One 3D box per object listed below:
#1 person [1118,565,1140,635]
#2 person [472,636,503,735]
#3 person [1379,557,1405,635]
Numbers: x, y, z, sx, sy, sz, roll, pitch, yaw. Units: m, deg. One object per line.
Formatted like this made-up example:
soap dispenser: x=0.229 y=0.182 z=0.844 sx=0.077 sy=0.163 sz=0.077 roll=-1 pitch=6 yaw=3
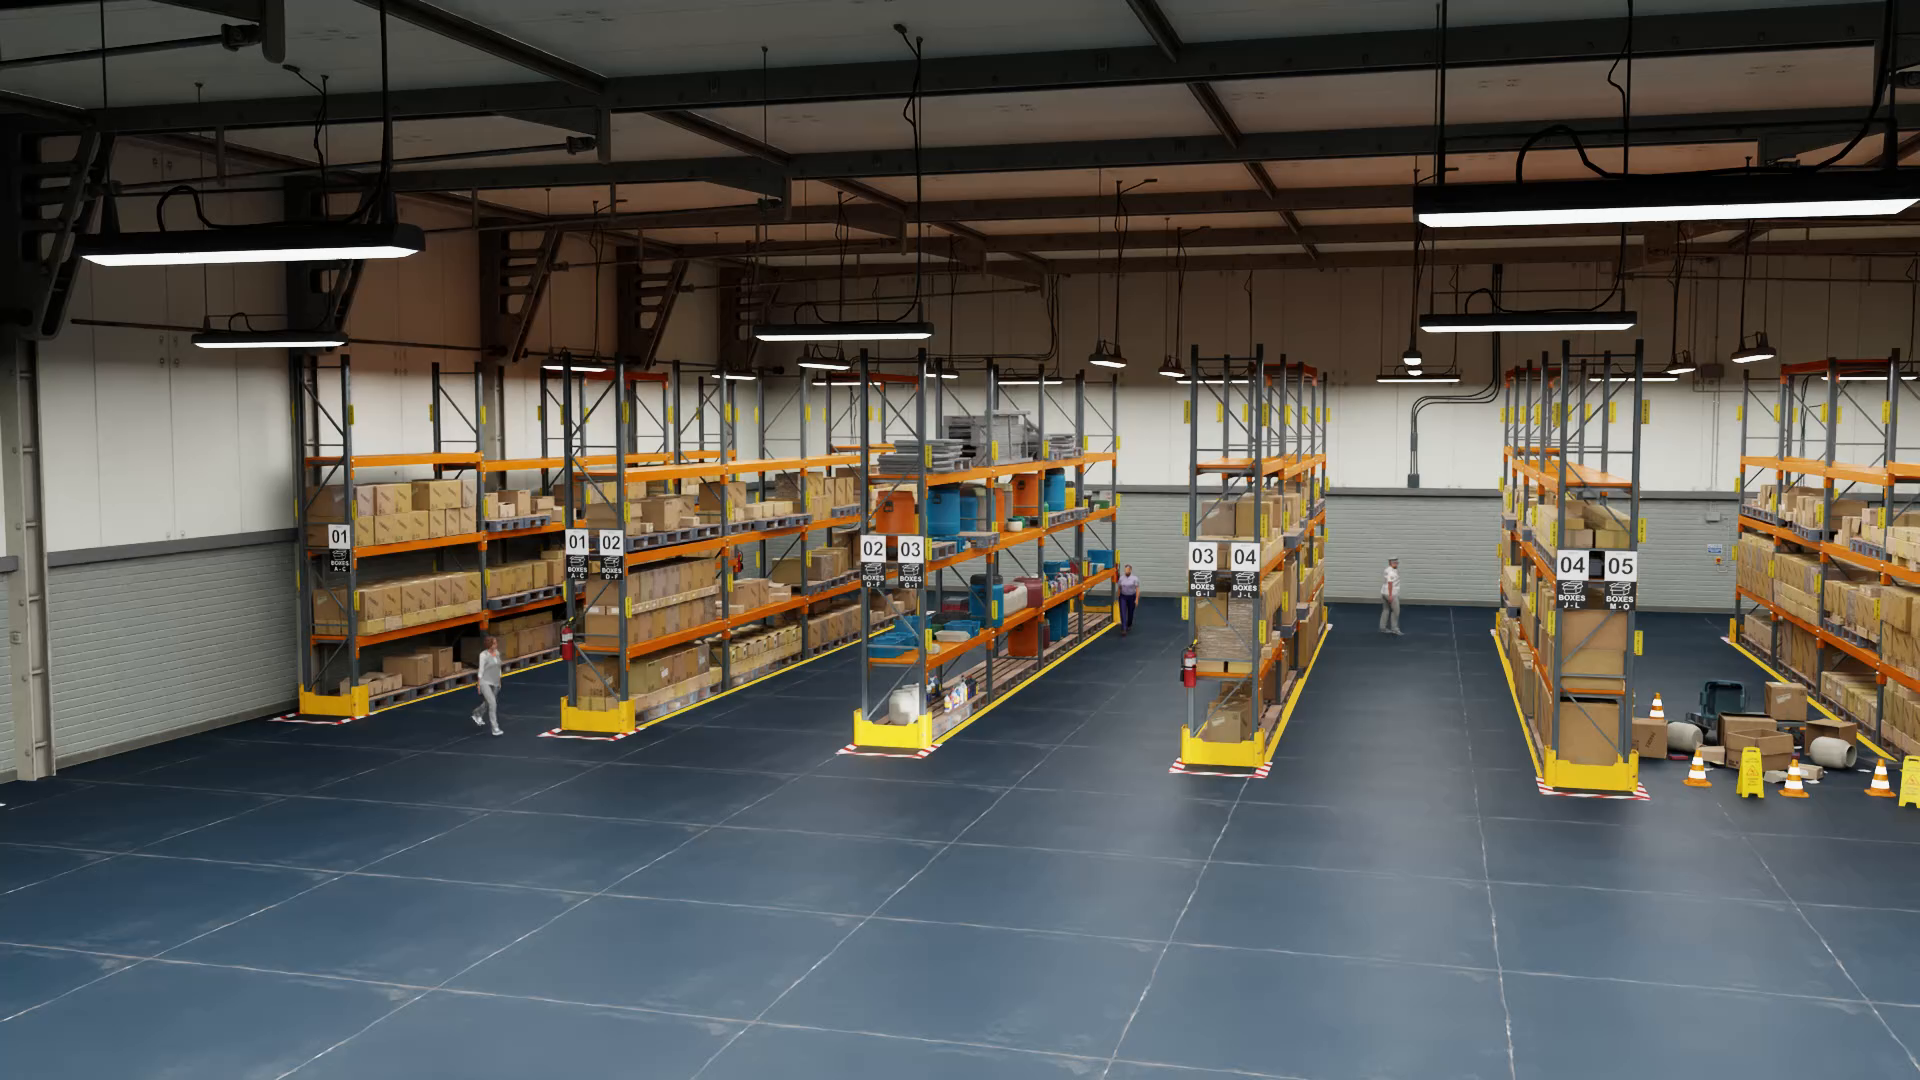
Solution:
person: x=3.858 y=1.350 z=37.959 sx=0.473 sy=1.580 sz=1.069 roll=0 pitch=4 yaw=0
person: x=-7.440 y=2.257 z=26.190 sx=0.948 sy=1.542 sz=0.419 roll=3 pitch=5 yaw=38
person: x=9.904 y=1.292 z=38.118 sx=0.554 sy=1.797 sz=0.583 roll=0 pitch=4 yaw=-1
